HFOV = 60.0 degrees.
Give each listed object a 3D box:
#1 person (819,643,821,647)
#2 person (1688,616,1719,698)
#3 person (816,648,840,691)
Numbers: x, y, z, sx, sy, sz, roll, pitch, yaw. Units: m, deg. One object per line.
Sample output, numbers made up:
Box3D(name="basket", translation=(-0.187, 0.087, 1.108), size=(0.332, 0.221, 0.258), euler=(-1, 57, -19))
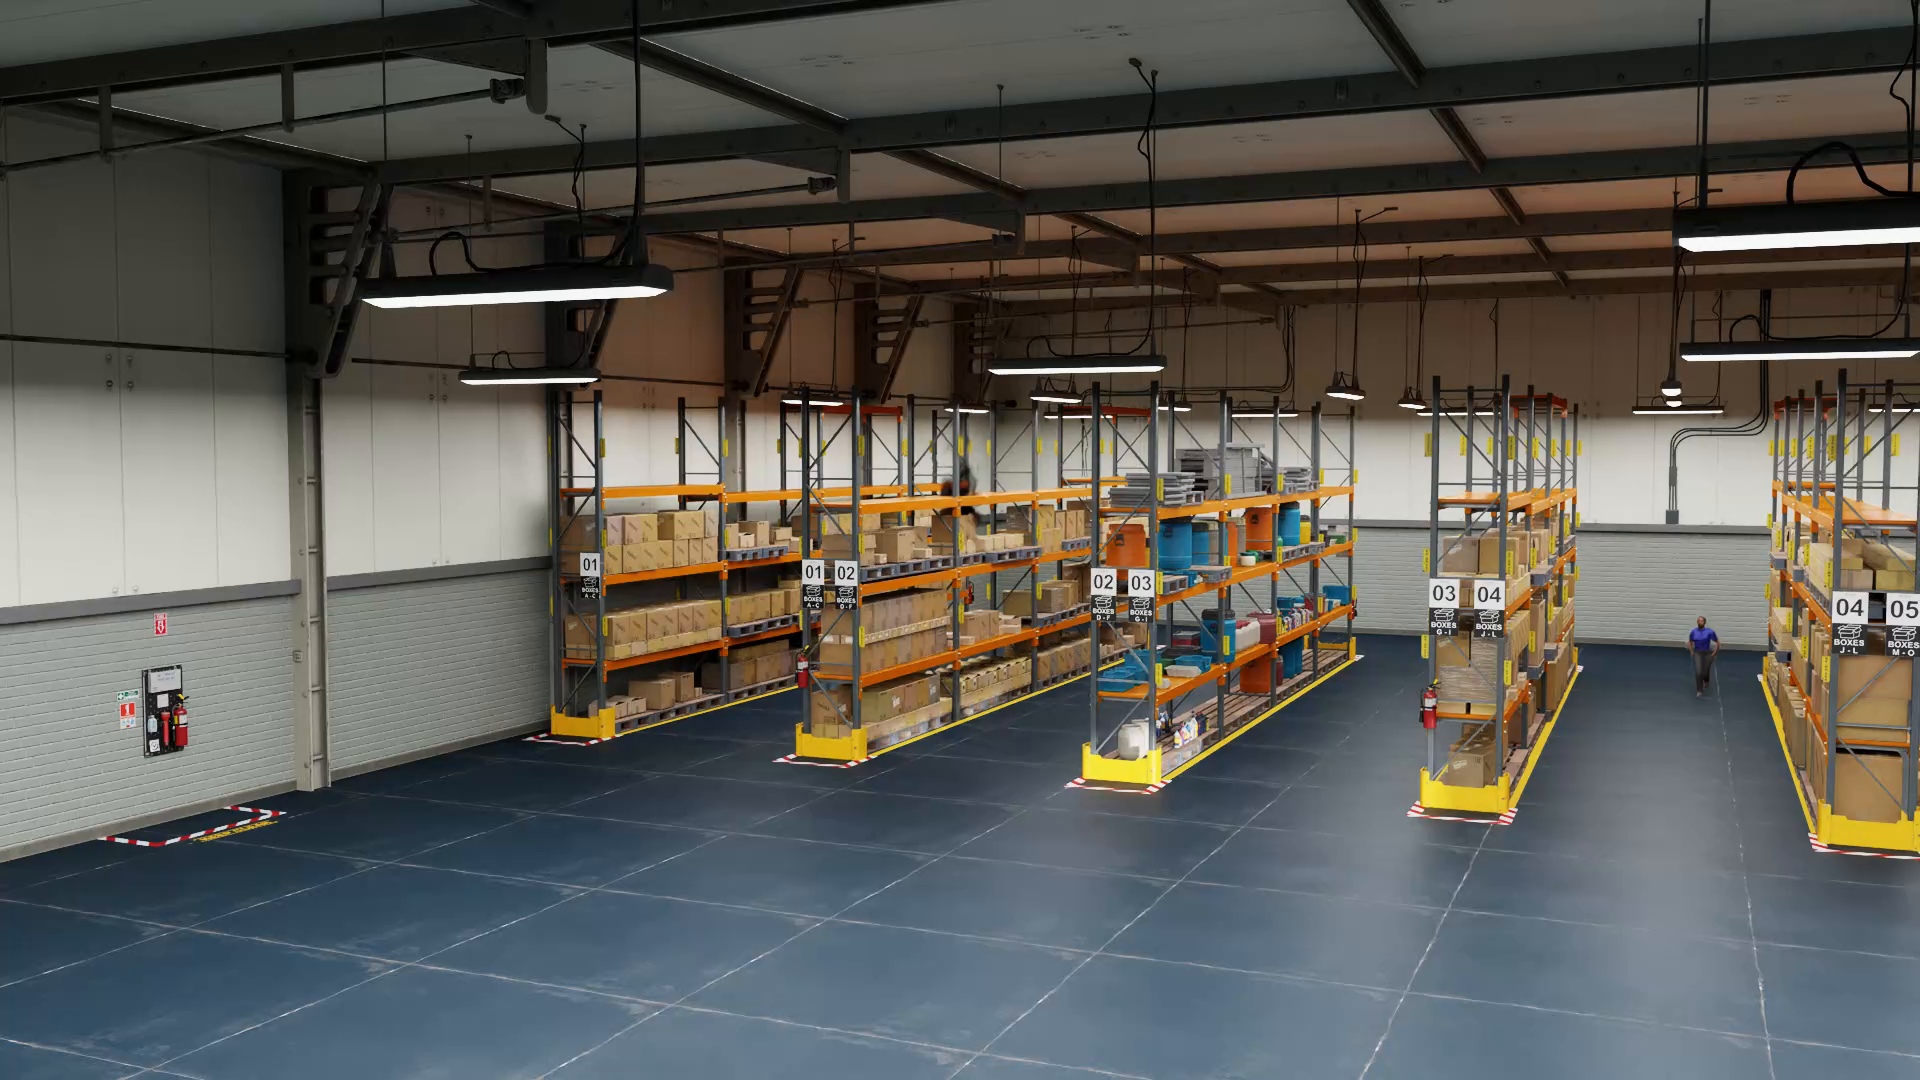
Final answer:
Box3D(name="person", translation=(-2.350, 2.396, 31.335), size=(0.683, 1.771, 0.717), euler=(1, 3, 17))
Box3D(name="person", translation=(15.002, 2.360, 33.568), size=(0.589, 1.626, 0.605), euler=(2, 4, 33))
Box3D(name="person", translation=(-2.337, 2.469, 30.454), size=(0.702, 1.720, 0.574), euler=(1, 3, 21))
